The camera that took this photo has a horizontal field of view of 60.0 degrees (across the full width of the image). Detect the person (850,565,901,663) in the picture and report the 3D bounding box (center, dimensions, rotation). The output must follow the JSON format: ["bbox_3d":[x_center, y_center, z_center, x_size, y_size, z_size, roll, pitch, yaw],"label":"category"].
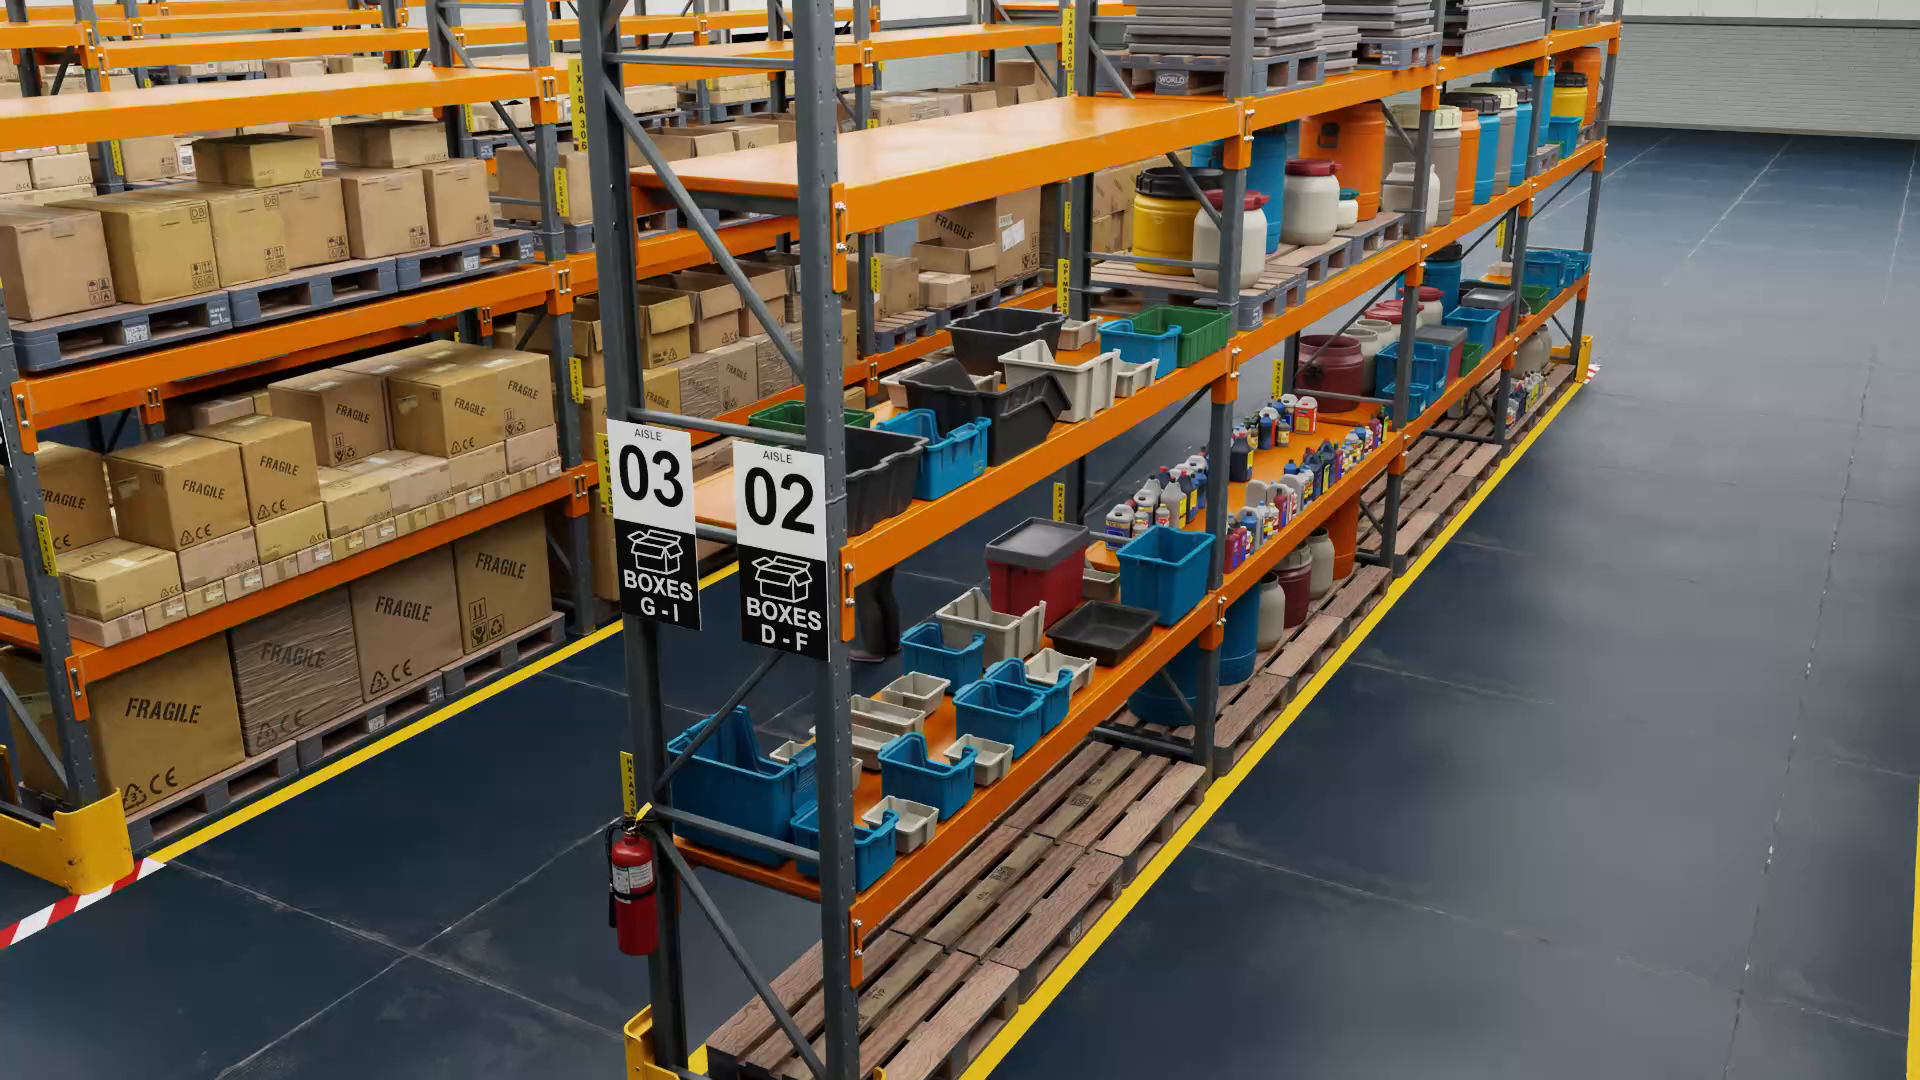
[{"bbox_3d":[-0.632,0.065,11.898,0.305,1.658,0.435,11,22,29],"label":"person"}]
